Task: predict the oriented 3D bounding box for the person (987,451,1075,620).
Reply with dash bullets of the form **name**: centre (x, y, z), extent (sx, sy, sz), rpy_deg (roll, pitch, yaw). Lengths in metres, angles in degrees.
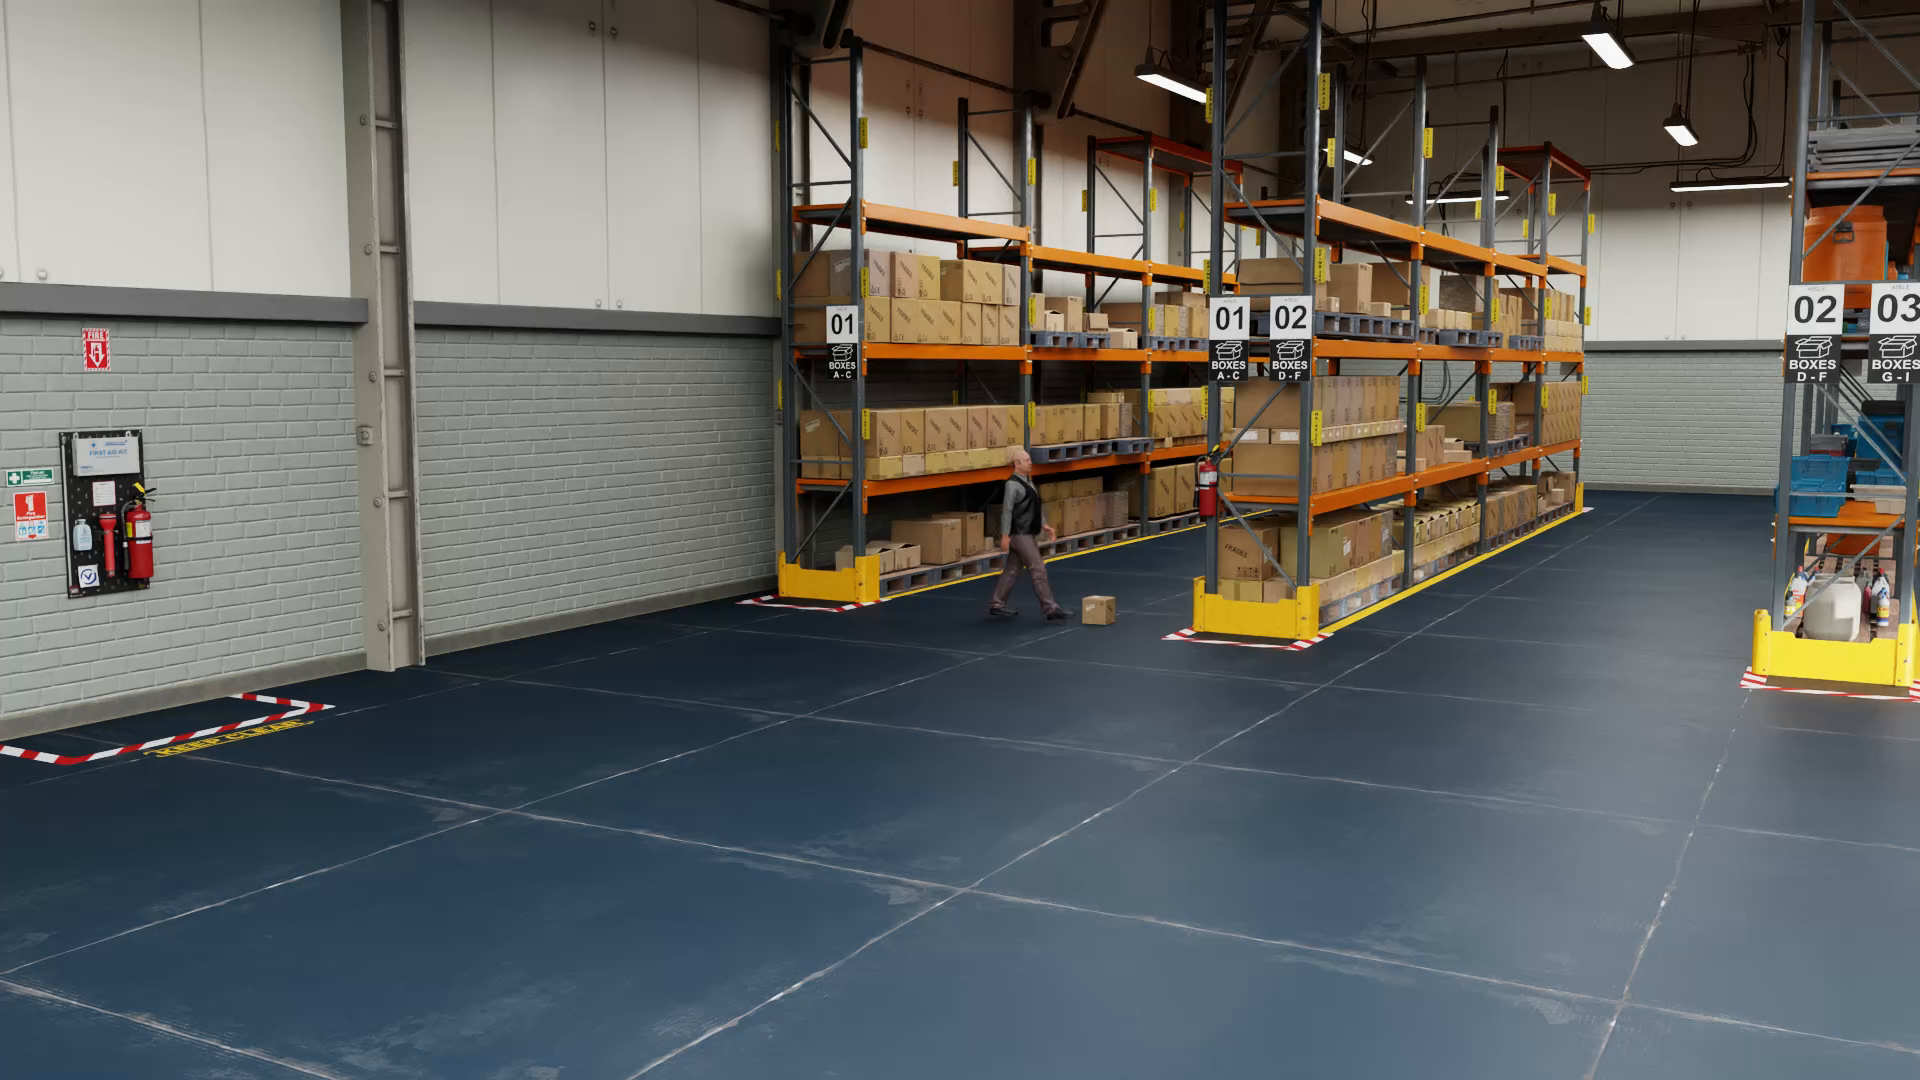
- **person**: centre (0.723, -0.054, 16.659), extent (0.927, 1.679, 0.533), rpy_deg (1, 6, 11)
